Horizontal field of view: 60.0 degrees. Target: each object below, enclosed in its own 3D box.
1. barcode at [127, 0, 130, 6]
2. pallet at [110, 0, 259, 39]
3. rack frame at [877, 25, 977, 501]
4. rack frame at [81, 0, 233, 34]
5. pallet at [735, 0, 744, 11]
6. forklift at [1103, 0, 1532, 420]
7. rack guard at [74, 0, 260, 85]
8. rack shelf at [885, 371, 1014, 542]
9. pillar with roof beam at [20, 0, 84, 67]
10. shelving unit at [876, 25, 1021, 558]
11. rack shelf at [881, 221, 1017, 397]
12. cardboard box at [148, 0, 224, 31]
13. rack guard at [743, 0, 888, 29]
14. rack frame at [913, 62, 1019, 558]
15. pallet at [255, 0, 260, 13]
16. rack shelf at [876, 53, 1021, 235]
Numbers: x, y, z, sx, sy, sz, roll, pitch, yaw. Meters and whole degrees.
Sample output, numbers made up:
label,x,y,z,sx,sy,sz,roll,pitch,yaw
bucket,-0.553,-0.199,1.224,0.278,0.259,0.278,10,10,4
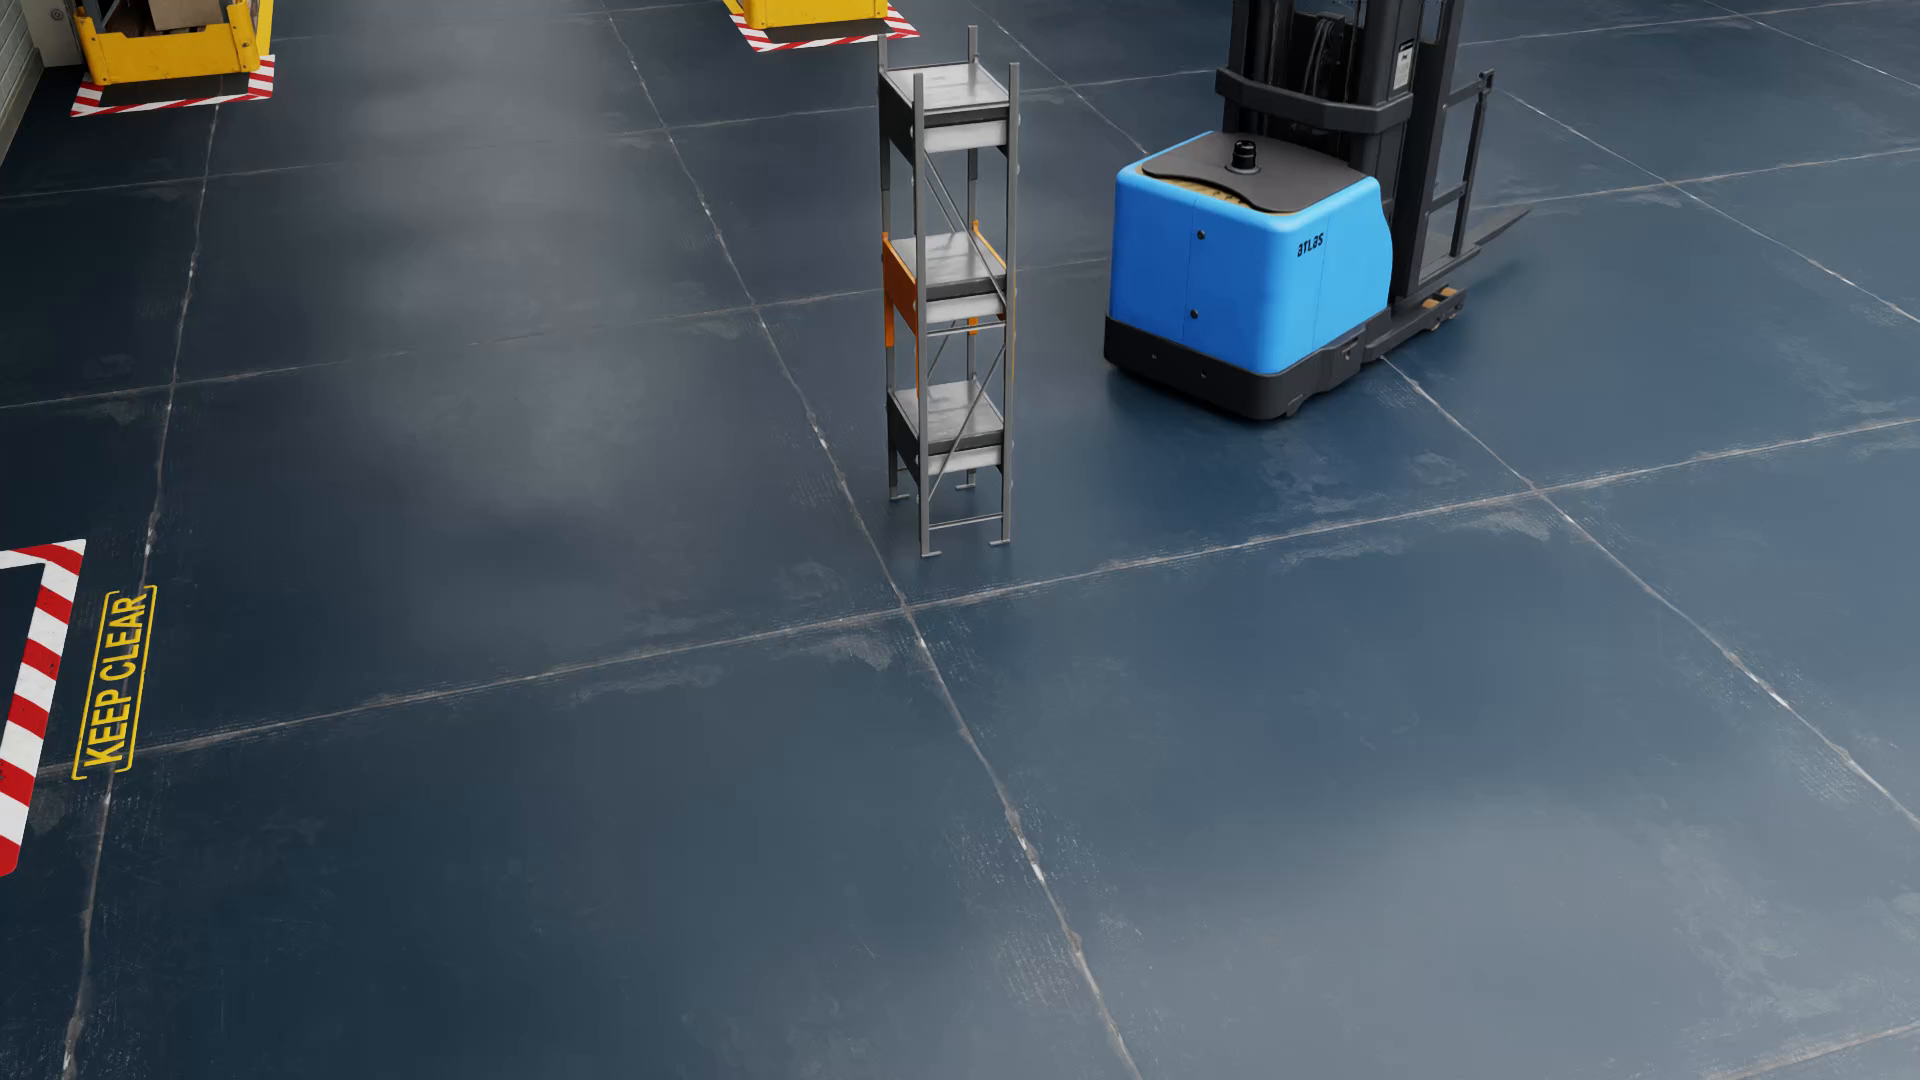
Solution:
label,x,y,z,sx,sy,sz,roll,pitch,yaw
barcode,-6.430,-4.158,12.853,0.001,0.075,0.075,-10,35,-15
pallet,-6.155,-4.081,13.234,1.003,0.211,1.213,-10,35,-15
rack frame,-0.125,-1.091,6.997,0.400,2.100,0.015,-10,35,-15
rack frame,-5.918,-4.772,11.751,1.000,3.000,0.127,-10,35,-15
pallet,-1.475,-4.838,14.380,1.003,0.211,1.213,-10,35,-15
forklift,2.108,-2.523,8.410,1.130,2.935,3.031,27,42,35
rack guard,-5.941,-3.769,12.500,1.175,0.500,0.348,-10,35,-15
rack shelf,-0.050,-0.368,7.196,0.431,0.518,0.480,-10,35,-15
pillar with roof beam,-2.855,-8.221,11.528,9.100,9.000,0.400,-10,35,-15
shelving unit,-0.050,-0.963,6.803,0.431,2.100,0.503,-10,35,-15
rack shelf,-0.050,-0.952,6.810,0.431,0.518,0.480,-10,35,-15
cardboard box,-6.043,-4.212,12.943,0.500,0.311,0.500,-14,36,-20
rack guard,-1.194,-4.551,13.684,1.175,0.500,0.348,-10,35,-15
rack frame,0.024,-0.835,6.609,0.400,2.100,0.015,-10,35,-15
pallet,-6.524,-4.720,14.202,1.003,0.211,1.213,-10,35,-15
rack shelf,-0.050,-1.536,6.424,0.431,0.518,0.480,-10,35,-15
